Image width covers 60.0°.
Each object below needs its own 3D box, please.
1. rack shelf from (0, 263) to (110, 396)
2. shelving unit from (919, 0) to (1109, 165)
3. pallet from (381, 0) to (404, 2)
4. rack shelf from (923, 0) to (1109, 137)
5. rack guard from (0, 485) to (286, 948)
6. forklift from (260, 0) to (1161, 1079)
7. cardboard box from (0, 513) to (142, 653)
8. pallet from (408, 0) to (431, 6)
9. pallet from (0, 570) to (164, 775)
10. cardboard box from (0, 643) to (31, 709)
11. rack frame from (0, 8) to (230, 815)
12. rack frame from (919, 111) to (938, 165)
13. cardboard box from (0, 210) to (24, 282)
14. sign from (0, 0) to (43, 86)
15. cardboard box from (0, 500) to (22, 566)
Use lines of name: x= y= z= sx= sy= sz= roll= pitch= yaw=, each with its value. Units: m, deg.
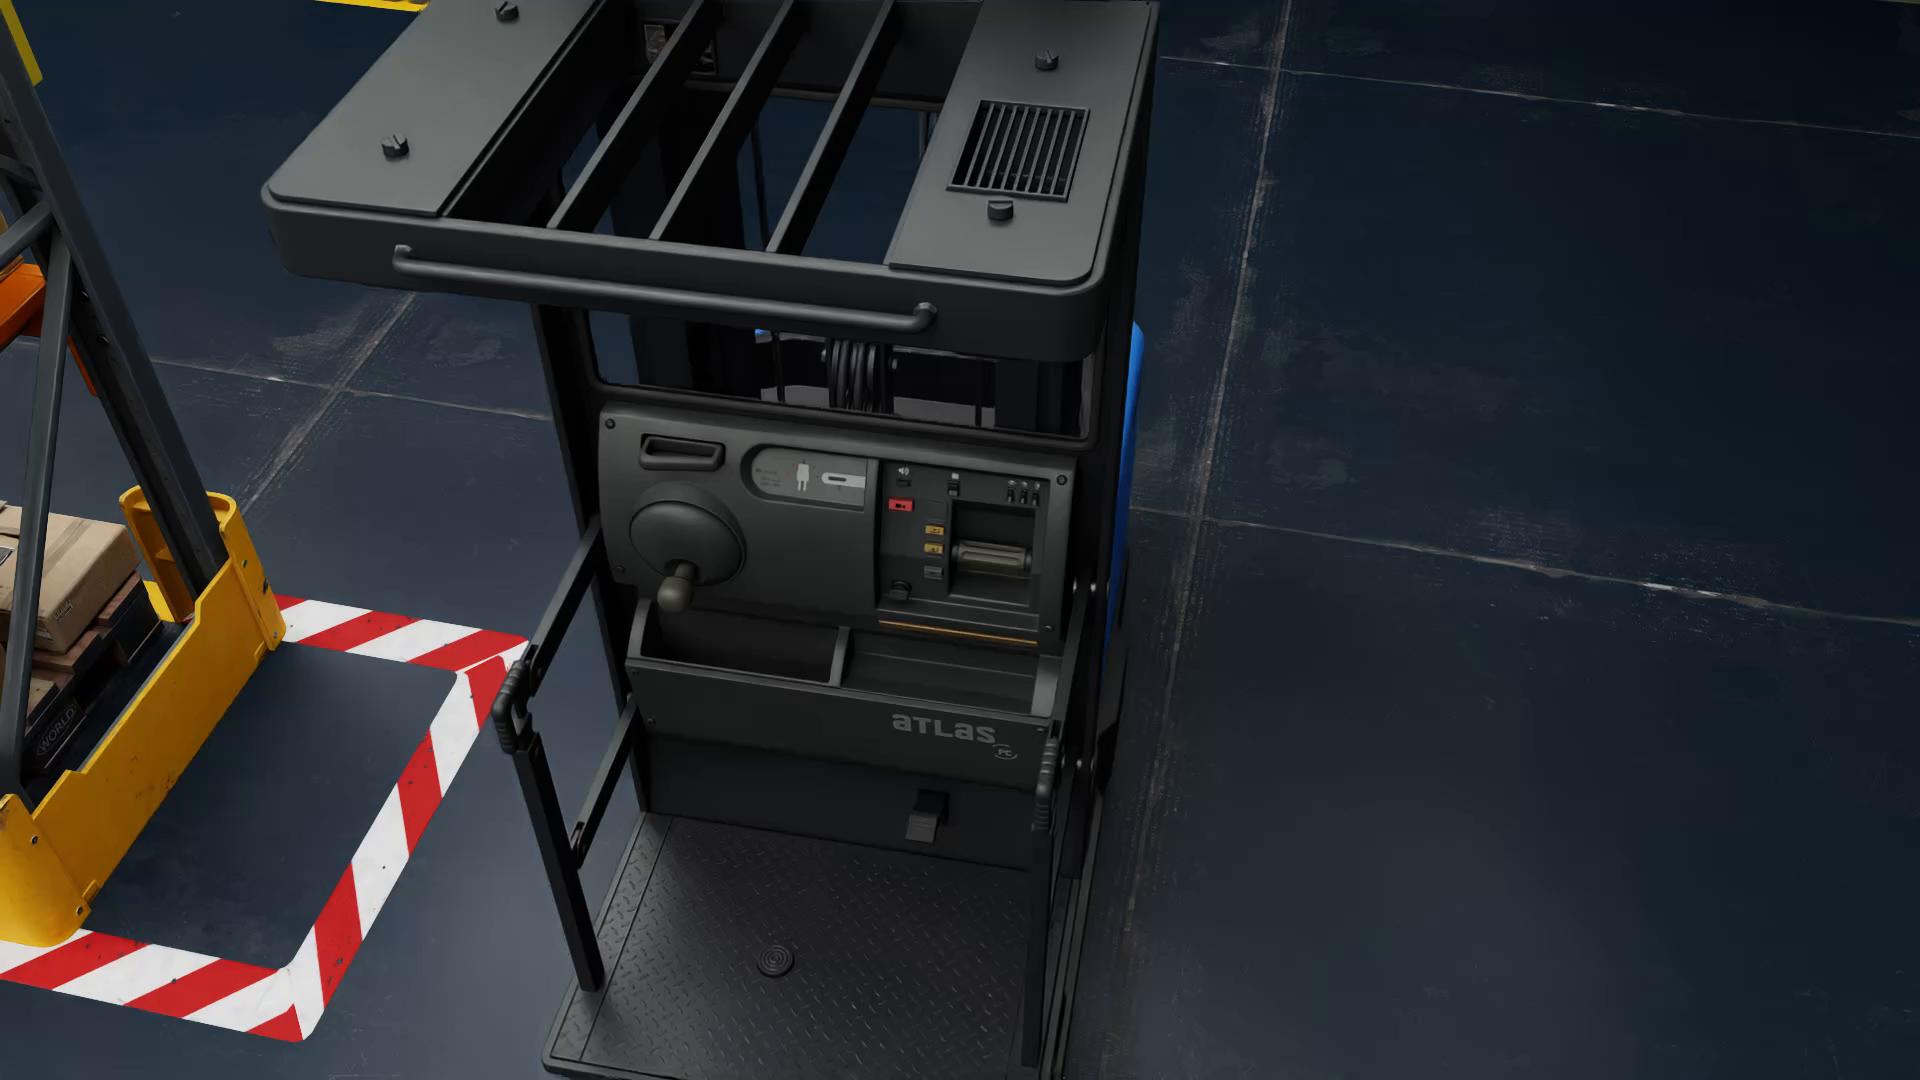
rack shelf: x=-4.172 y=-0.500 z=4.125 sx=4.000 sy=0.370 sz=1.077 roll=9 pitch=45 yaw=9
shelving unit: x=0.182 y=-0.813 z=4.581 sx=0.503 sy=2.100 sz=0.431 roll=7 pitch=44 yaw=8
pallet: x=-3.127 y=-3.059 z=8.276 sx=1.213 sy=0.211 sz=1.003 roll=9 pitch=45 yaw=9
rack shelf: x=0.182 y=-1.308 z=4.105 sx=0.480 sy=0.518 sz=0.431 roll=7 pitch=44 yaw=8
rack guard: x=-2.295 y=0.433 z=4.440 sx=0.348 sy=0.500 sz=1.175 roll=9 pitch=45 yaw=9
forklift: x=-0.285 y=0.069 z=3.065 sx=1.130 sy=2.935 sz=3.031 roll=7 pitch=44 yaw=8
cardboard box: x=-2.554 y=0.116 z=4.705 sx=0.250 sy=0.149 sz=0.380 roll=9 pitch=45 yaw=9
pallet: x=-1.940 y=-2.873 z=8.082 sx=1.213 sy=0.211 sz=1.003 roll=9 pitch=45 yaw=9
pallet: x=-3.073 y=0.417 z=4.665 sx=1.213 sy=0.211 sz=1.003 roll=9 pitch=45 yaw=9
cardboard box: x=-2.805 y=0.370 z=4.188 sx=0.500 sy=0.500 sz=0.500 roll=9 pitch=45 yaw=9
rack frame: x=-2.221 y=-0.456 z=3.561 sx=0.127 sy=3.000 sz=1.000 roll=9 pitch=45 yaw=9
rack frame: x=-0.058 y=-0.844 z=4.613 sx=0.015 sy=2.100 sz=0.400 roll=7 pitch=44 yaw=8
cardboard box: x=-2.596 y=-0.738 z=3.781 sx=0.500 sy=0.500 sz=0.500 roll=10 pitch=45 yaw=10
sign: x=-2.102 y=-1.135 z=3.642 sx=0.005 sy=0.325 sz=0.100 roll=9 pitch=45 yaw=9
cardboard box: x=-2.798 y=0.072 z=4.738 sx=0.250 sy=0.166 sz=0.380 roll=9 pitch=45 yaw=9
